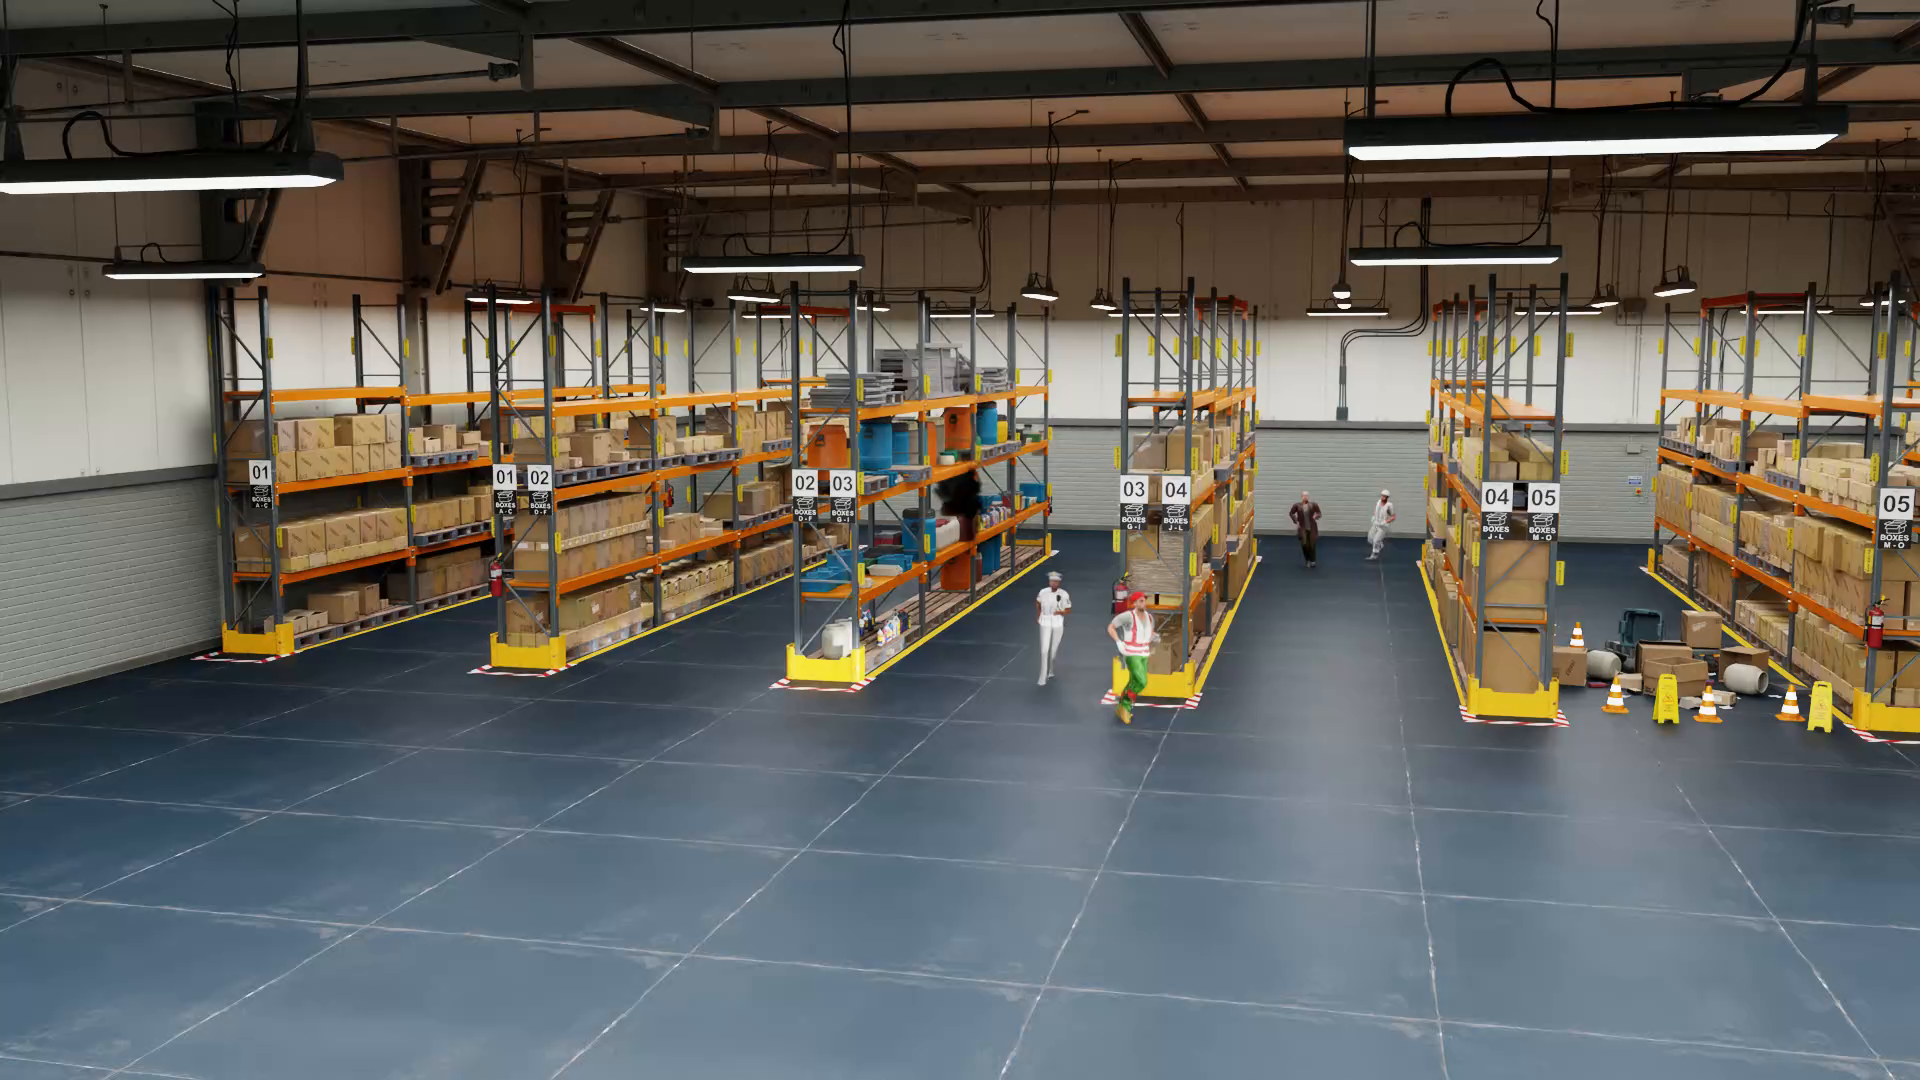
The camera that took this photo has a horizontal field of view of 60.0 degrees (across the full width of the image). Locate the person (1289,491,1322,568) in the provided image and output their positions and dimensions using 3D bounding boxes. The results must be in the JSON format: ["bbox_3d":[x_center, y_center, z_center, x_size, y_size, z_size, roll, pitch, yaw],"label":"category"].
[{"bbox_3d":[7.907,-0.221,38.027,0.712,1.785,0.744,1,7,6],"label":"person"}]

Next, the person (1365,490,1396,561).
[{"bbox_3d":[9.985,-0.341,39.215,0.625,1.705,0.725,-4,8,-34],"label":"person"}]

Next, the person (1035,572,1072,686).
[{"bbox_3d":[1.399,1.327,24.975,0.562,1.754,0.745,1,7,6],"label":"person"}]

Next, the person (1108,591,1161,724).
[{"bbox_3d":[2.381,1.563,22.333,0.665,1.776,0.656,-5,8,-38],"label":"person"}]
